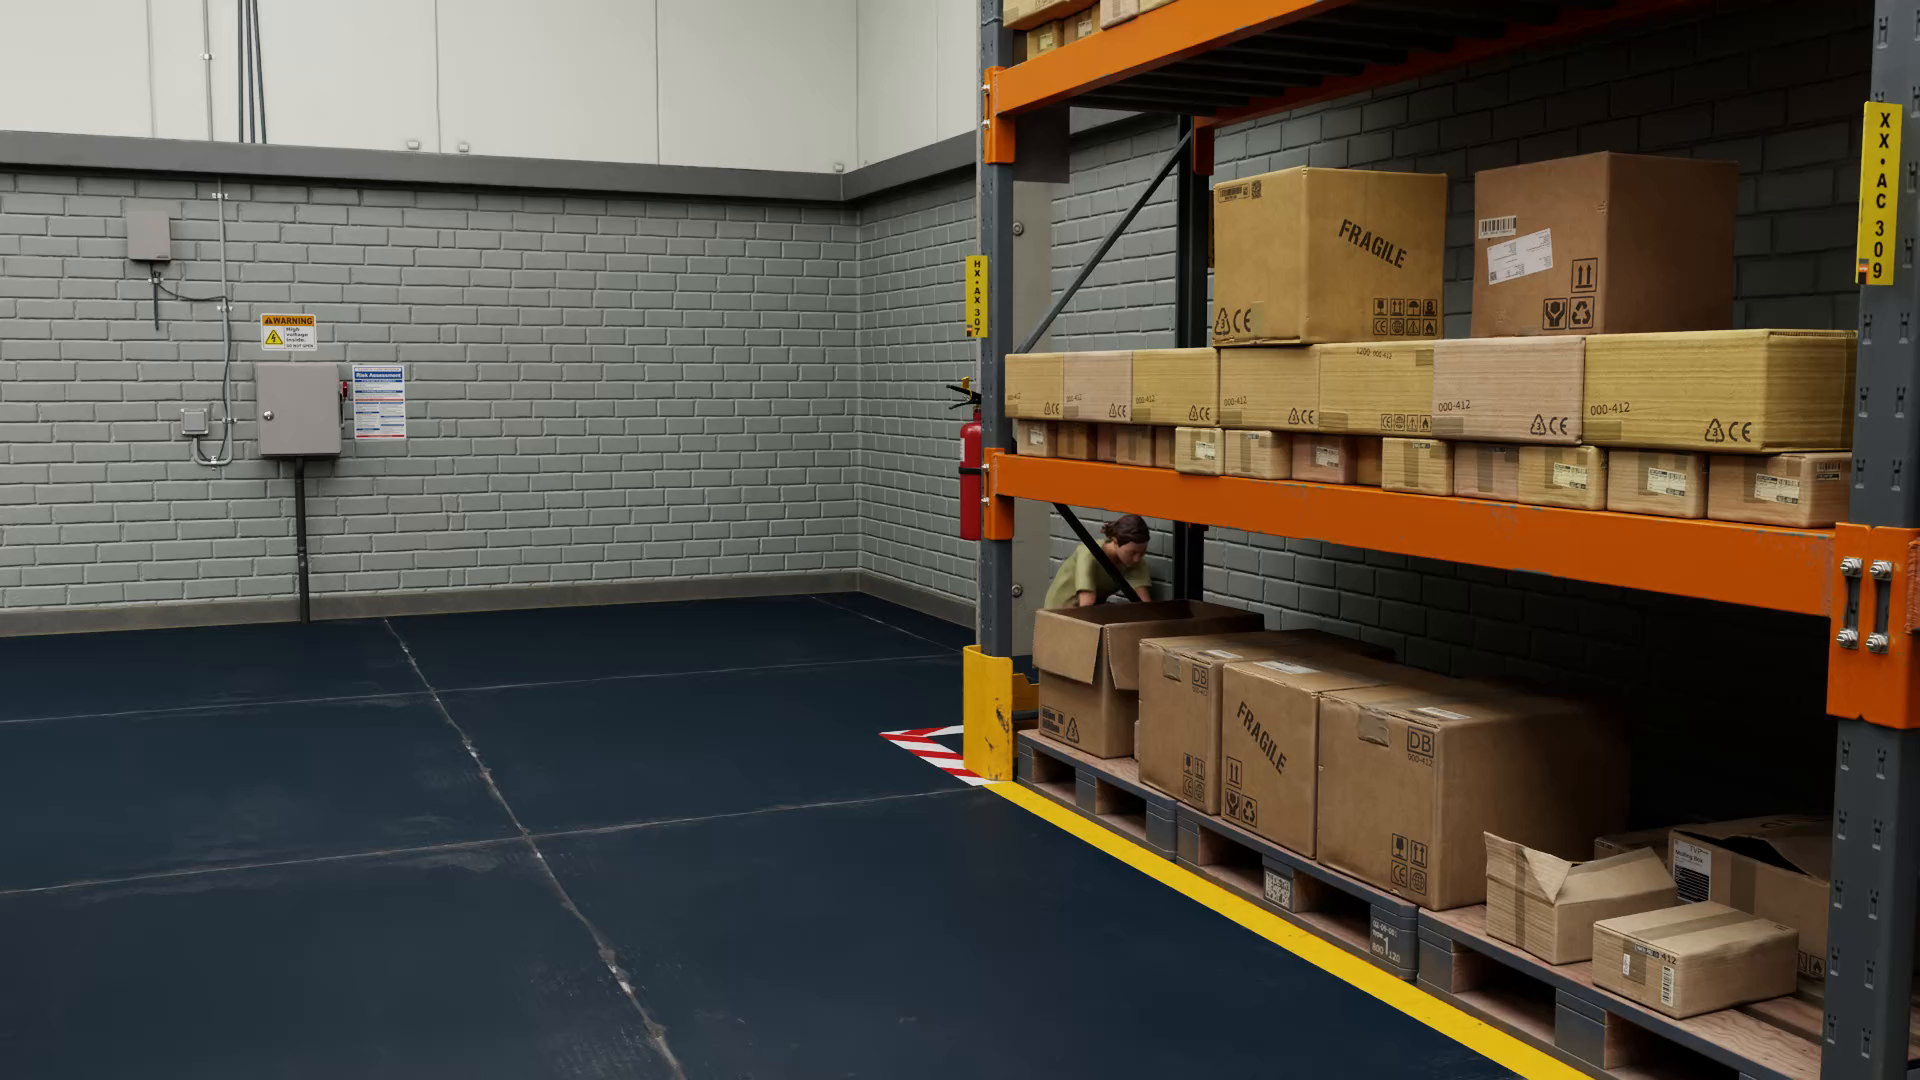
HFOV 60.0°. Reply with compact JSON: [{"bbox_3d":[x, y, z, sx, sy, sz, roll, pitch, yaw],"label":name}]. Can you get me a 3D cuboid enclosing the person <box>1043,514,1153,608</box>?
[{"bbox_3d":[0.736,0.319,8.564,0.474,0.937,0.802,-2,6,-24],"label":"person"}]
